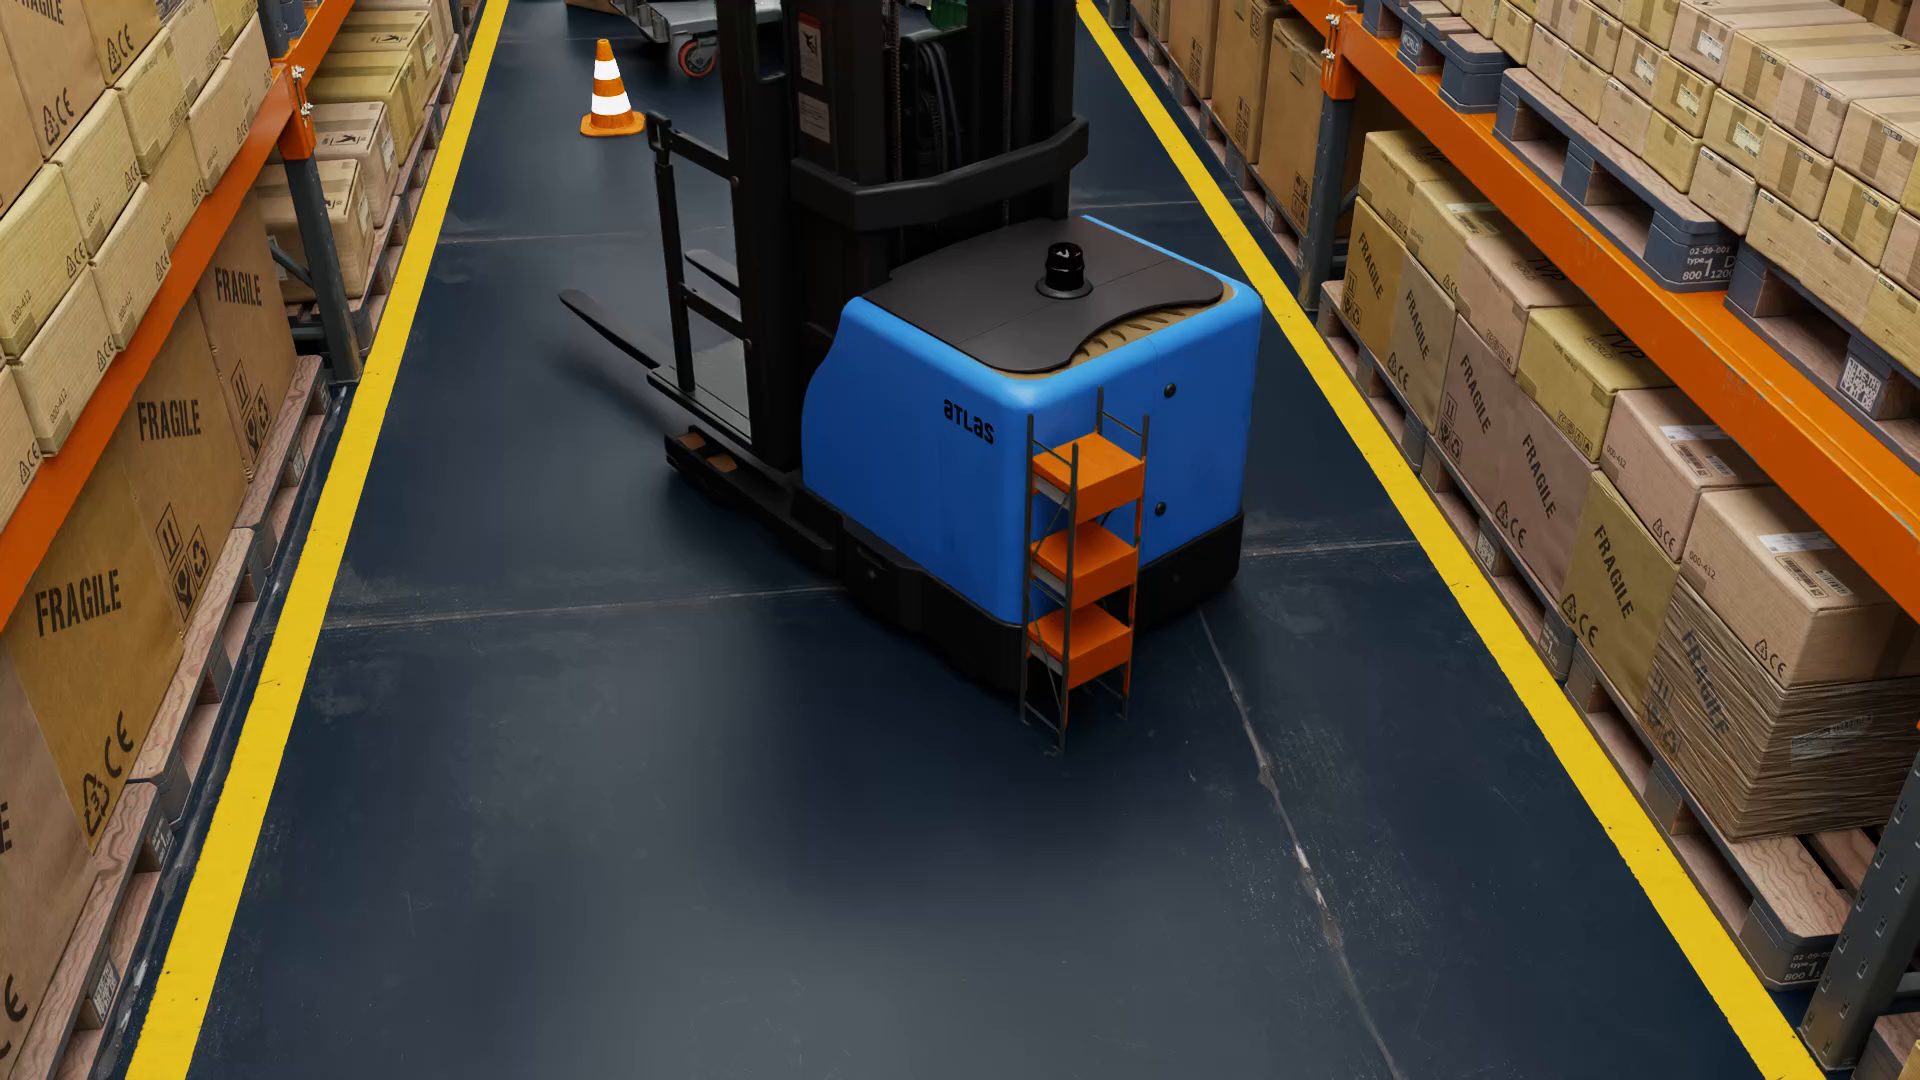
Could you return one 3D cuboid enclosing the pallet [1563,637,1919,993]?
[{"bbox_3d":[2.413,0.662,4.592,1.003,0.211,1.213,-4,35,-6],"label":"pallet"}]

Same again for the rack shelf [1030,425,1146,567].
[{"bbox_3d":[0.338,-0.121,4.510,0.240,0.259,0.215,-23,40,-30],"label":"rack shelf"}]

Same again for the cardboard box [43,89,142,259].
[{"bbox_3d":[-2.362,-0.891,4.083,0.500,0.250,0.500,-5,35,-8],"label":"cardboard box"}]

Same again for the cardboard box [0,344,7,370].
[{"bbox_3d":[-2.250,-0.325,3.253,0.500,0.250,0.500,-4,34,-6],"label":"cardboard box"}]

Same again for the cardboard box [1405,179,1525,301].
[{"bbox_3d":[1.902,-1.053,5.812,0.500,0.250,0.500,-5,35,-7],"label":"cardboard box"}]

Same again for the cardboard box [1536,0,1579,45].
[{"bbox_3d":[1.991,-1.617,5.045,0.380,0.149,0.250,-4,35,-6],"label":"cardboard box"}]

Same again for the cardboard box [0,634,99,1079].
[{"bbox_3d":[-2.535,0.739,3.515,0.875,0.875,0.875,-3,34,-5],"label":"cardboard box"}]

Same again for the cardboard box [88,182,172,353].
[{"bbox_3d":[-2.353,-0.684,4.224,0.500,0.250,0.500,-5,35,-7],"label":"cardboard box"}]

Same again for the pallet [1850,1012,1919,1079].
[{"bbox_3d":[2.644,1.468,3.408,1.003,0.211,1.213,-4,35,-6],"label":"pallet"}]

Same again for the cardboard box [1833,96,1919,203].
[{"bbox_3d":[2.202,-0.875,3.693,0.380,0.149,0.250,-5,35,-8],"label":"cardboard box"}]

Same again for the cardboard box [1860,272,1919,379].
[{"bbox_3d":[2.233,-0.478,3.638,0.380,0.149,0.250,-4,34,-6],"label":"cardboard box"}]

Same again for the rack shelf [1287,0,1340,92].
[{"bbox_3d":[1.712,-3.107,8.285,1.077,0.370,4.000,-4,35,-6],"label":"rack shelf"}]

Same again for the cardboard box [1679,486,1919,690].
[{"bbox_3d":[2.168,0.097,4.125,0.500,0.250,0.500,-5,35,-8],"label":"cardboard box"}]

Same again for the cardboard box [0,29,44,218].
[{"bbox_3d":[-2.308,-0.909,3.443,0.500,0.500,0.500,-5,35,-8],"label":"cardboard box"}]

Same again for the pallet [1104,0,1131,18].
[{"bbox_3d":[1.418,-3.799,11.137,1.003,0.211,1.213,-4,35,-6],"label":"pallet"}]

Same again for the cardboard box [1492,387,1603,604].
[{"bbox_3d":[2.036,-0.164,5.174,0.500,0.500,0.500,-5,35,-7],"label":"cardboard box"}]

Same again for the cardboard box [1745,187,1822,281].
[{"bbox_3d":[2.169,-0.757,4.047,0.380,0.149,0.250,-6,35,-9],"label":"cardboard box"}]

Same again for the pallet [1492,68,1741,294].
[{"bbox_3d":[2.288,-1.108,4.882,1.003,0.211,1.213,-4,35,-6],"label":"pallet"}]

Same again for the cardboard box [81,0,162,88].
[{"bbox_3d":[-2.445,-1.480,4.281,0.500,0.500,0.500,-4,35,-6],"label":"cardboard box"}]

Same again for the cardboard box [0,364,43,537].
[{"bbox_3d":[-2.241,-0.117,3.392,0.500,0.250,0.500,-5,35,-8],"label":"cardboard box"}]

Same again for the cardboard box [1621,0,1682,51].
[{"bbox_3d":[2.059,-1.459,4.549,0.380,0.149,0.250,-5,35,-7],"label":"cardboard box"}]

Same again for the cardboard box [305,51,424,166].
[{"bbox_3d":[-3.180,-2.096,8.122,0.950,0.372,0.625,-3,34,-5],"label":"cardboard box"}]

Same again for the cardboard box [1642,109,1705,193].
[{"bbox_3d":[2.091,-1.060,4.491,0.380,0.149,0.250,-3,34,-4],"label":"cardboard box"}]

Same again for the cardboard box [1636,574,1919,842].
[{"bbox_3d":[2.170,0.409,4.333,0.500,0.500,0.500,-5,35,-7],"label":"cardboard box"}]

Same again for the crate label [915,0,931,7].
[{"bbox_3d":[-0.235,-3.590,10.896,0.250,0.136,0.298,27,43,34],"label":"crate label"}]

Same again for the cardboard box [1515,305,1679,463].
[{"bbox_3d":[2.027,-0.485,4.979,0.500,0.250,0.500,-6,35,-8],"label":"cardboard box"}]

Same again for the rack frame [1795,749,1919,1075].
[{"bbox_3d":[2.519,-0.056,3.169,1.000,3.000,0.127,-4,35,-6],"label":"rack frame"}]

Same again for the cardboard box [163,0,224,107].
[{"bbox_3d":[-2.521,-1.465,4.925,0.500,0.250,0.500,-5,35,-8],"label":"cardboard box"}]

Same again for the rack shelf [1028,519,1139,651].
[{"bbox_3d":[0.338,0.113,4.670,0.240,0.259,0.215,-23,40,-30],"label":"rack shelf"}]

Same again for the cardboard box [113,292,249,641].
[{"bbox_3d":[-2.784,-0.263,4.986,0.875,0.875,0.875,-4,34,-6],"label":"cardboard box"}]

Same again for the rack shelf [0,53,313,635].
[{"bbox_3d":[-2.642,-0.444,4.377,1.077,0.370,4.000,-4,35,-6],"label":"rack shelf"}]

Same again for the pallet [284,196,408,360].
[{"bbox_3d":[-3.014,-1.141,7.237,1.003,0.211,1.213,-4,35,-6],"label":"pallet"}]

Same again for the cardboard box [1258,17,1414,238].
[{"bbox_3d":[1.988,-1.879,7.468,1.050,0.750,0.750,-5,35,-7],"label":"cardboard box"}]

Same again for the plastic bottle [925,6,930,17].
[{"bbox_3d":[-0.090,-3.346,10.606,0.133,0.061,0.283,-24,41,-30],"label":"plastic bottle"}]

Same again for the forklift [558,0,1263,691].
[{"bbox_3d":[-0.419,-1.516,5.372,1.130,2.935,3.031,-26,42,-32],"label":"forklift"}]

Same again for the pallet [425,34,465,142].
[{"bbox_3d":[-3.342,-2.503,9.235,1.003,0.211,1.213,-4,35,-6],"label":"pallet"}]

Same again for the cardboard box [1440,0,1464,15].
[{"bbox_3d":[1.877,-1.944,5.789,0.380,0.149,0.250,-3,34,-4],"label":"cardboard box"}]

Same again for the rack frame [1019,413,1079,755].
[{"bbox_3d":[0.240,0.146,4.604,0.008,1.050,0.200,-23,40,-30],"label":"rack frame"}]

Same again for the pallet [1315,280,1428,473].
[{"bbox_3d":[2.084,-0.700,6.590,1.003,0.211,1.213,-4,35,-6],"label":"pallet"}]

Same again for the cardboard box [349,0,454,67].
[{"bbox_3d":[-3.376,-2.885,9.280,0.950,0.372,0.625,-4,34,-6],"label":"cardboard box"}]

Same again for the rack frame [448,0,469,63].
[{"bbox_3d":[-3.449,-4.089,9.087,1.000,3.000,0.127,-4,35,-6],"label":"rack frame"}]

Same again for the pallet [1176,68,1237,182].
[{"bbox_3d":[1.789,-2.261,8.881,1.003,0.211,1.213,-4,35,-6],"label":"pallet"}]

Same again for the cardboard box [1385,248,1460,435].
[{"bbox_3d":[1.894,-0.735,6.011,0.500,0.500,0.500,-4,34,-6],"label":"cardboard box"}]

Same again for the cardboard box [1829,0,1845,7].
[{"bbox_3d":[2.673,-1.644,4.820,0.380,0.149,0.250,-3,34,-4],"label":"cardboard box"}]

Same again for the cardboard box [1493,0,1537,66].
[{"bbox_3d":[1.951,-1.643,5.347,0.380,0.149,0.250,-3,34,-4],"label":"cardboard box"}]

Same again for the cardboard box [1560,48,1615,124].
[{"bbox_3d":[2.021,-1.354,4.923,0.380,0.149,0.250,-4,34,-6],"label":"cardboard box"}]

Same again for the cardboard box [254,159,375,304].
[{"bbox_3d":[-2.977,-1.261,6.897,0.950,0.372,0.625,-7,35,-10],"label":"cardboard box"}]

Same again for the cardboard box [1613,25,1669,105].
[{"bbox_3d":[2.062,-1.327,4.620,0.380,0.149,0.250,-3,34,-5],"label":"cardboard box"}]

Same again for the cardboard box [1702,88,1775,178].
[{"bbox_3d":[2.128,-1.039,4.197,0.380,0.149,0.250,-6,35,-9],"label":"cardboard box"}]

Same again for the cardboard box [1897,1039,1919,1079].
[{"bbox_3d":[2.249,1.176,3.520,0.380,0.149,0.250,-6,35,-8],"label":"cardboard box"}]

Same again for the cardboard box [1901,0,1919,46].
[{"bbox_3d":[2.747,-1.348,4.386,0.380,0.149,0.250,-3,34,-5],"label":"cardboard box"}]

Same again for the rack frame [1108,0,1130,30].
[{"bbox_3d":[1.443,-4.521,9.720,1.000,3.000,0.127,-4,35,-6],"label":"rack frame"}]

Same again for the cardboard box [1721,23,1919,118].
[{"bbox_3d":[2.136,-1.159,4.109,0.380,0.149,0.250,-5,35,-8],"label":"cardboard box"}]

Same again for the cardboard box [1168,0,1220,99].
[{"bbox_3d":[1.741,-2.886,8.947,1.050,0.750,0.750,-4,35,-6],"label":"cardboard box"}]

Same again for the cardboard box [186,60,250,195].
[{"bbox_3d":[-2.501,-1.249,5.052,0.500,0.250,0.500,-4,34,-6],"label":"cardboard box"}]

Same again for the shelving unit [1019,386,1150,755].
[{"bbox_3d":[0.338,0.105,4.664,0.252,1.050,0.215,-23,40,-30],"label":"shelving unit"}]

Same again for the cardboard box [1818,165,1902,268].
[{"bbox_3d":[2.202,-0.742,3.761,0.380,0.149,0.250,-3,34,-4],"label":"cardboard box"}]

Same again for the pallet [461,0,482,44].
[{"bbox_3d":[-3.574,-3.309,10.418,1.003,0.211,1.213,-4,35,-6],"label":"pallet"}]

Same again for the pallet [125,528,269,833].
[{"bbox_3d":[-2.719,0.420,4.946,1.003,0.211,1.213,-4,35,-6],"label":"pallet"}]
